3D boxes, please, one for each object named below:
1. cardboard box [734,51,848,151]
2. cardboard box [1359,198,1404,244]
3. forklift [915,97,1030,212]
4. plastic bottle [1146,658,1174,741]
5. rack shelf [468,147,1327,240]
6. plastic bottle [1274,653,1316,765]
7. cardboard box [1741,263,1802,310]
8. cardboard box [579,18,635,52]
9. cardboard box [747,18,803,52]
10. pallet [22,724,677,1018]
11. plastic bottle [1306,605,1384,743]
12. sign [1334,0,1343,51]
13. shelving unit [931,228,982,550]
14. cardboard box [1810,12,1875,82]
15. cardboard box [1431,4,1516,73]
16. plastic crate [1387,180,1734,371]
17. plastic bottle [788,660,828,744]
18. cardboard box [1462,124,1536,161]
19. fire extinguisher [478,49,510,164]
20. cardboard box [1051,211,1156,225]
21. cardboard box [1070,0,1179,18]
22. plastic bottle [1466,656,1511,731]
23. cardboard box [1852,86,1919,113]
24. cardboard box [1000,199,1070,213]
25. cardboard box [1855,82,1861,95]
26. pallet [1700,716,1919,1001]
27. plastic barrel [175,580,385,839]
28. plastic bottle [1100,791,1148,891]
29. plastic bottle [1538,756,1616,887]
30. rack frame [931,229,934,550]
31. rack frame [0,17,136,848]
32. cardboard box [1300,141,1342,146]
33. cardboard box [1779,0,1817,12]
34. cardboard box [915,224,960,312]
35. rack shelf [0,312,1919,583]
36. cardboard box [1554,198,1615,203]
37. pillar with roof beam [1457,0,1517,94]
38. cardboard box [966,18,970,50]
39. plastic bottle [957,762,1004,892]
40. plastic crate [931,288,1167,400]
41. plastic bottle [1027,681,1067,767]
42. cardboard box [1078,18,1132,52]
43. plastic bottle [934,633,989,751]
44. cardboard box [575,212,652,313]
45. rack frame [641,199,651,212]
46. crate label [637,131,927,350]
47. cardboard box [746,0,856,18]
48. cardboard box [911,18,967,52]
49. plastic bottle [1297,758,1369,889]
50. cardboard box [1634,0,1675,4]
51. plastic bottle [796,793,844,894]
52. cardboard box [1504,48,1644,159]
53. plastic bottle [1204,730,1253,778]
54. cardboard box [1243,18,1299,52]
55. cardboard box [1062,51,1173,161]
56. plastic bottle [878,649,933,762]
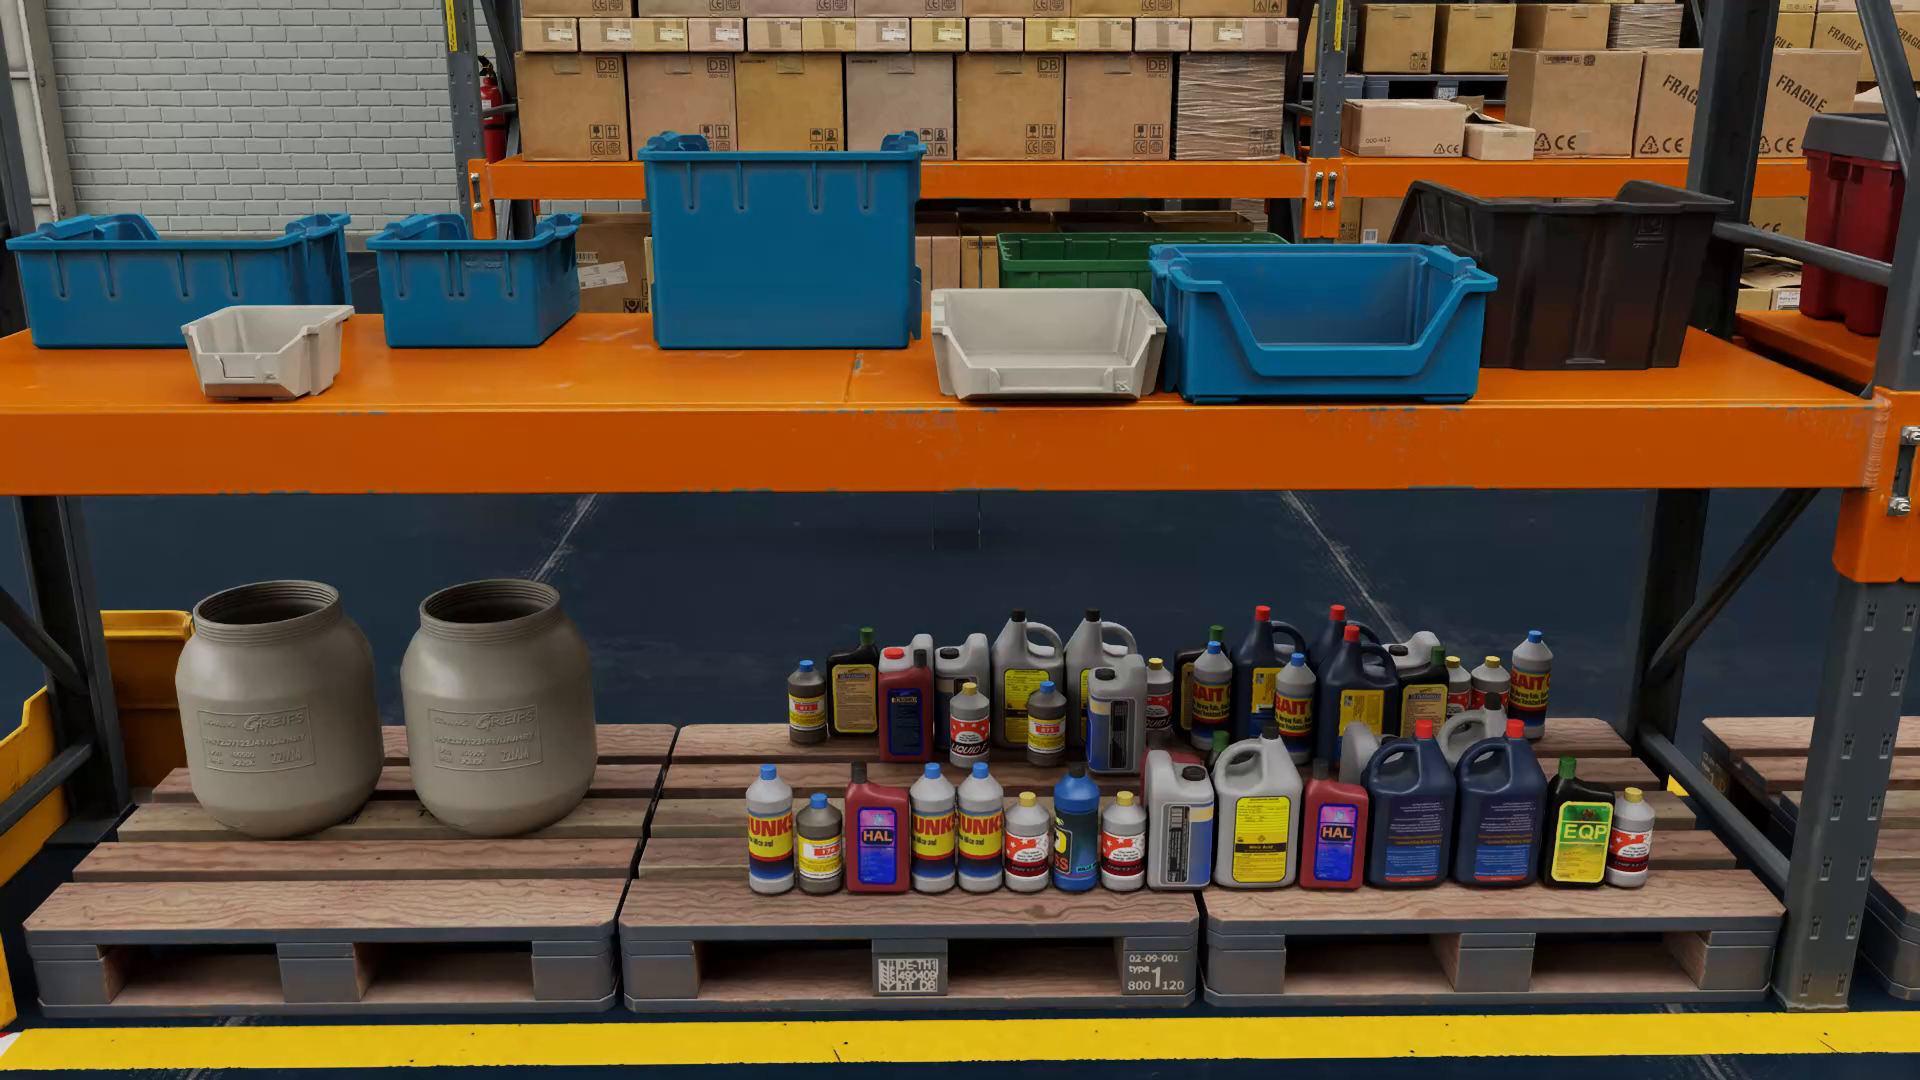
[{"bbox_3d":[-0.804,-2.138,8.137,0.500,0.500,0.700,0,18,0],"label":"cardboard box"},{"bbox_3d":[3.388,-2.655,13.286,0.500,0.500,0.700,0,18,0],"label":"cardboard box"},{"bbox_3d":[0.118,-2.803,10.487,3.031,2.935,1.130,-1,18,-2],"label":"forklift"},{"bbox_3d":[0.496,0.402,4.246,0.097,0.201,0.097,0,18,0],"label":"plastic bottle"},{"bbox_3d":[-0.292,-1.754,8.283,4.000,0.370,1.077,0,18,-1],"label":"rack shelf"},{"bbox_3d":[0.825,0.411,4.103,0.097,0.271,0.097,0,18,0],"label":"plastic bottle"},{"bbox_3d":[4.163,-1.200,8.272,0.500,0.311,0.500,0,18,-1],"label":"cardboard box"},{"bbox_3d":[-1.632,-2.382,7.836,0.250,0.149,0.380,-1,18,-2],"label":"cardboard box"},{"bbox_3d":[-0.864,-2.385,7.847,0.250,0.149,0.380,-1,18,-3],"label":"cardboard box"},{"bbox_3d":[-1.330,0.736,3.906,1.213,0.211,1.003,0,18,-1],"label":"pallet"},{"bbox_3d":[0.968,0.335,4.208,0.185,0.351,0.144,0,18,1],"label":"plastic bottle"},{"bbox_3d":[1.718,-2.387,7.531,0.005,0.325,0.100,0,18,-1],"label":"sign"},{"bbox_3d":[-0.014,-0.571,6.364,0.189,1.200,0.258,0,18,-1],"label":"shelving unit"},{"bbox_3d":[6.638,-3.761,12.679,0.500,0.500,0.500,0,18,1],"label":"cardboard box"},{"bbox_3d":[3.910,-3.878,12.841,0.500,0.500,0.700,0,18,-1],"label":"cardboard box"},{"bbox_3d":[1.256,-0.600,3.610,0.504,0.338,0.767,0,18,-1],"label":"plastic crate"},{"bbox_3d":[-0.388,0.406,4.232,0.097,0.201,0.097,0,18,0],"label":"plastic bottle"},{"bbox_3d":[2.597,-1.929,8.060,0.250,0.149,0.380,0,18,-1],"label":"cardboard box"},{"bbox_3d":[-2.418,-2.192,8.596,0.183,0.674,0.296,0,18,-1],"label":"fire extinguisher"},{"bbox_3d":[0.739,-1.443,8.721,0.500,0.500,0.500,0,18,-1],"label":"cardboard box"},{"bbox_3d":[0.759,-2.765,7.968,0.500,0.500,0.700,0,18,-1],"label":"cardboard box"},{"bbox_3d":[1.355,0.398,4.259,0.097,0.201,0.097,0,18,0],"label":"plastic bottle"},{"bbox_3d":[4.810,-2.138,8.448,0.500,0.311,0.500,0,18,-2],"label":"cardboard box"},{"bbox_3d":[0.588,-2.621,13.181,0.500,0.500,0.500,-2,18,-5],"label":"cardboard box"},{"bbox_3d":[6.726,-3.472,12.840,0.250,0.149,0.380,0,18,-1],"label":"cardboard box"},{"bbox_3d":[2.566,0.719,3.962,1.213,0.211,1.003,0,18,-1],"label":"pallet"},{"bbox_3d":[-1.561,0.384,3.826,0.421,0.512,0.421,0,18,0],"label":"plastic barrel"},{"bbox_3d":[0.347,0.632,3.529,0.097,0.201,0.097,0,18,0],"label":"plastic bottle"},{"bbox_3d":[1.306,0.593,3.514,0.133,0.283,0.061,1,18,2],"label":"plastic bottle"},{"bbox_3d":[-0.106,-0.571,6.363,0.006,1.200,0.240,0,18,-1],"label":"rack frame"},{"bbox_3d":[-2.218,-0.574,3.427,0.127,3.000,1.000,0,18,-1],"label":"rack frame"},{"bbox_3d":[2.801,-3.007,13.156,0.500,0.250,0.500,-1,18,-2],"label":"cardboard box"},{"bbox_3d":[6.112,-4.118,12.563,0.500,0.250,0.500,0,18,0],"label":"cardboard box"},{"bbox_3d":[-0.253,-1.276,8.201,0.500,0.500,0.500,0,18,-1],"label":"cardboard box"},{"bbox_3d":[-0.218,-0.241,3.567,4.000,0.370,1.077,0,18,-1],"label":"rack shelf"},{"bbox_3d":[4.906,-2.638,13.234,0.500,0.500,0.700,0,18,0],"label":"cardboard box"},{"bbox_3d":[4.379,-5.438,8.769,0.400,9.000,9.100,0,18,-1],"label":"pillar with roof beam"},{"bbox_3d":[0.147,-2.513,8.246,0.250,0.149,0.380,-1,18,-2],"label":"cardboard box"},{"bbox_3d":[0.043,0.600,3.514,0.097,0.271,0.097,0,18,0],"label":"plastic bottle"},{"bbox_3d":[0.162,-0.383,3.262,0.437,0.136,0.530,0,18,-1],"label":"plastic crate"},{"bbox_3d":[0.214,0.447,4.104,0.097,0.201,0.097,0,18,0],"label":"plastic bottle"},{"bbox_3d":[0.667,-2.392,7.868,0.250,0.149,0.380,0,18,-1],"label":"cardboard box"},{"bbox_3d":[0.003,0.377,4.201,0.135,0.276,0.152,-1,18,-2],"label":"plastic bottle"},{"bbox_3d":[-1.761,-1.428,8.676,0.500,0.500,0.500,0,18,-1],"label":"cardboard box"},{"bbox_3d":[-2.374,-3.600,12.860,0.127,3.000,1.000,0,18,-1],"label":"rack frame"},{"bbox_3d":[-0.382,-0.683,3.707,0.616,0.435,0.502,0,18,-1],"label":"crate label"},{"bbox_3d":[-0.742,-2.758,7.947,0.500,0.500,0.700,0,18,-1],"label":"cardboard box"},{"bbox_3d":[-0.096,-2.388,7.856,0.250,0.149,0.380,0,18,1],"label":"cardboard box"},{"bbox_3d":[0.788,0.596,3.506,0.133,0.283,0.061,1,18,3],"label":"plastic bottle"},{"bbox_3d":[5.280,-4.194,12.764,0.250,0.149,0.380,-3,18,-8],"label":"cardboard box"},{"bbox_3d":[-0.296,0.635,3.519,0.097,0.201,0.097,0,18,0],"label":"plastic bottle"},{"bbox_3d":[3.002,-2.155,8.192,0.500,0.500,0.500,1,18,3],"label":"cardboard box"},{"bbox_3d":[0.600,0.553,3.640,0.133,0.283,0.061,0,18,-1],"label":"plastic bottle"},{"bbox_3d":[1.439,-2.396,7.881,0.250,0.149,0.380,0,18,-1],"label":"cardboard box"},{"bbox_3d":[0.737,-2.145,8.161,0.500,0.500,0.700,0,18,-1],"label":"cardboard box"},{"bbox_3d":[-0.134,0.407,4.096,0.133,0.283,0.061,0,18,-1],"label":"plastic bottle"}]
